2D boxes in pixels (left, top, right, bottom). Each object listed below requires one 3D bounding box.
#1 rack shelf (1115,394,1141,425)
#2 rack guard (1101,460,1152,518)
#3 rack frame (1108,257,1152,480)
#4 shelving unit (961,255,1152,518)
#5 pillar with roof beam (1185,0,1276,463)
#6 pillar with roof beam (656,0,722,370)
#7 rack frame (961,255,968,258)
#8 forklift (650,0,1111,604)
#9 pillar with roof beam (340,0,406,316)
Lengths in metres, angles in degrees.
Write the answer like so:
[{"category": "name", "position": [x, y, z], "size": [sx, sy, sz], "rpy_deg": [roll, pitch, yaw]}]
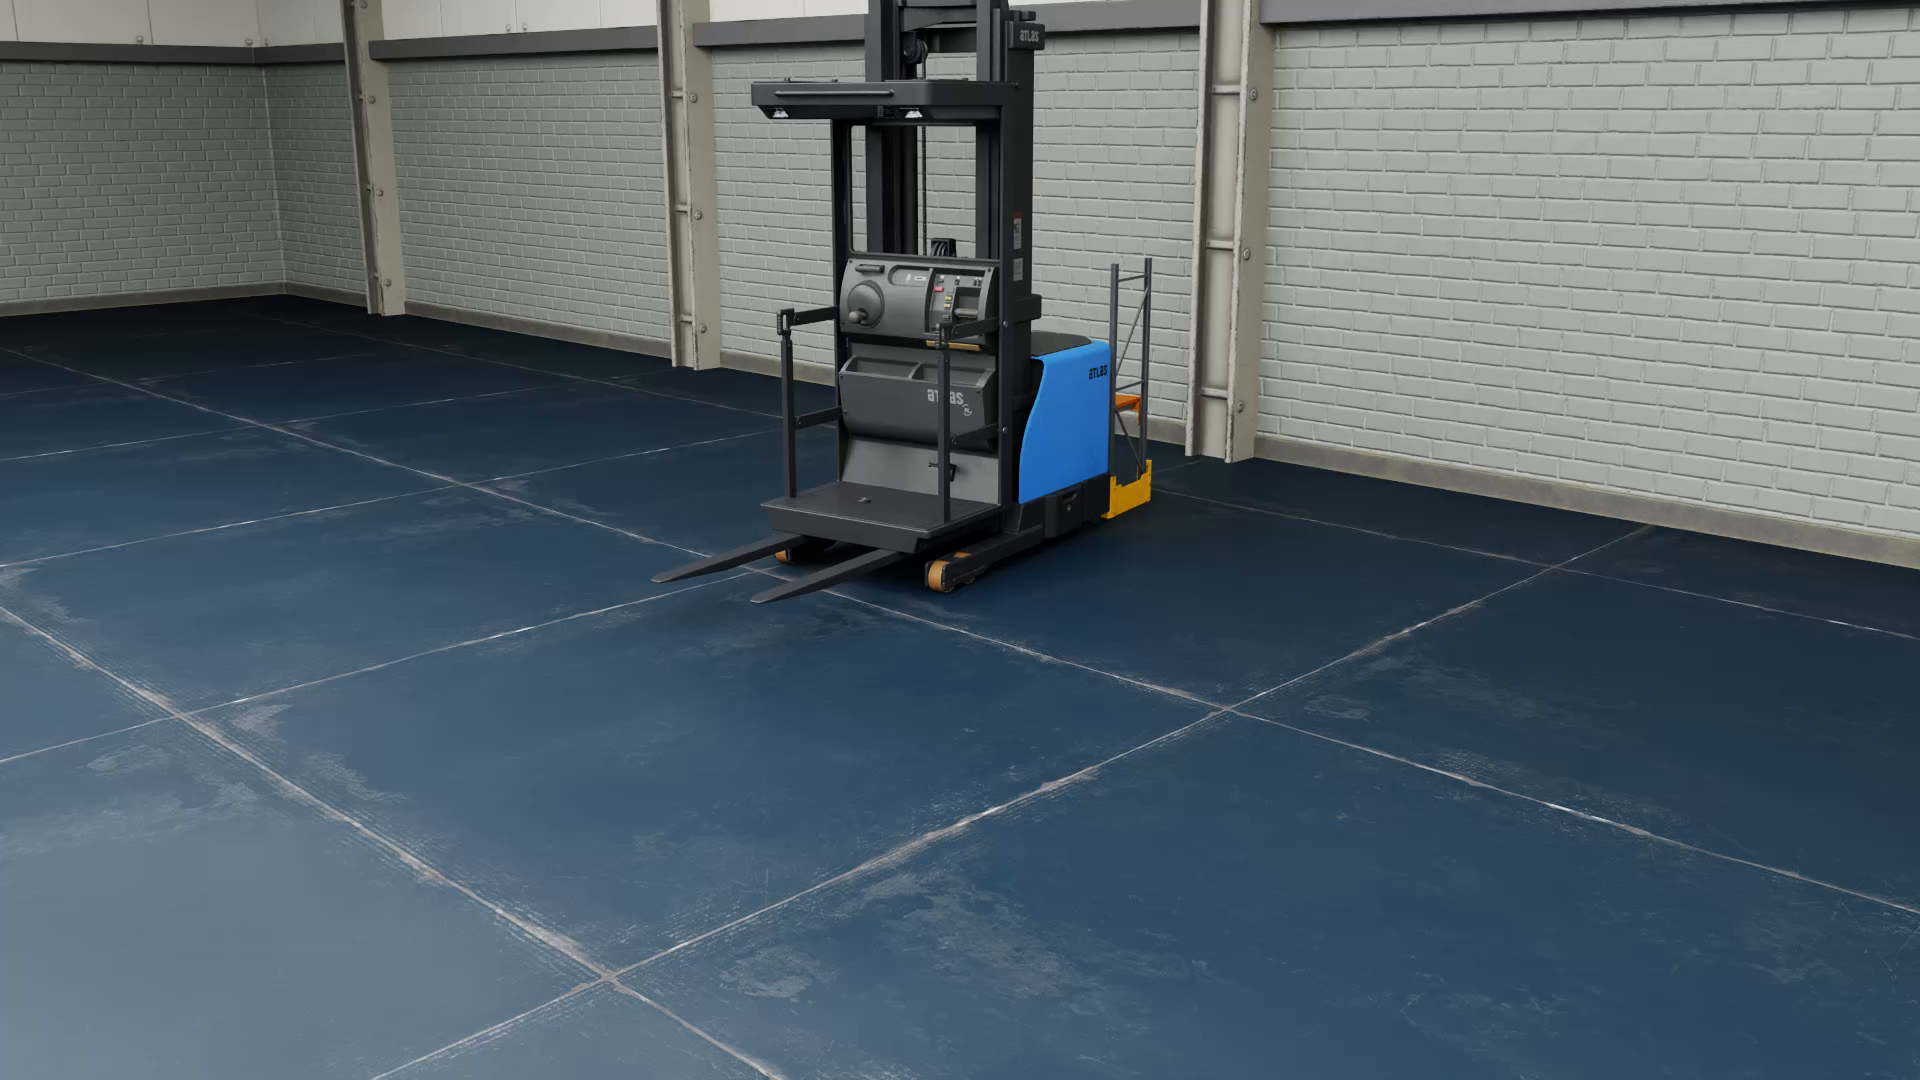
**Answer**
[{"category": "rack shelf", "position": [0.579, -0.814, 10.294], "size": [1.000, 0.185, 0.538], "rpy_deg": [9, 17, 30]}, {"category": "rack guard", "position": [1.012, -0.317, 10.151], "size": [0.087, 0.250, 0.587], "rpy_deg": [9, 17, 30]}, {"category": "rack frame", "position": [1.014, -0.922, 9.994], "size": [0.032, 1.500, 0.500], "rpy_deg": [9, 17, 30]}, {"category": "shelving unit", "position": [0.587, -0.987, 10.244], "size": [1.083, 1.500, 0.587], "rpy_deg": [9, 17, 30]}, {"category": "pillar with roof beam", "position": [-1.154, -4.167, 7.579], "size": [0.400, 9.000, 9.100], "rpy_deg": [14, 20, 42]}, {"category": "pillar with roof beam", "position": [-5.474, -5.217, 11.609], "size": [0.400, 9.000, 9.100], "rpy_deg": [14, 20, 42]}, {"category": "rack frame", "position": [0.145, -1.055, 10.504], "size": [0.032, 1.500, 0.500], "rpy_deg": [9, 17, 30]}, {"category": "forklift", "position": [-0.347, -1.286, 8.553], "size": [1.130, 2.935, 3.031], "rpy_deg": [9, 17, 32]}, {"category": "pillar with roof beam", "position": [-9.793, -6.268, 15.639], "size": [0.400, 9.000, 9.100], "rpy_deg": [14, 20, 42]}]
